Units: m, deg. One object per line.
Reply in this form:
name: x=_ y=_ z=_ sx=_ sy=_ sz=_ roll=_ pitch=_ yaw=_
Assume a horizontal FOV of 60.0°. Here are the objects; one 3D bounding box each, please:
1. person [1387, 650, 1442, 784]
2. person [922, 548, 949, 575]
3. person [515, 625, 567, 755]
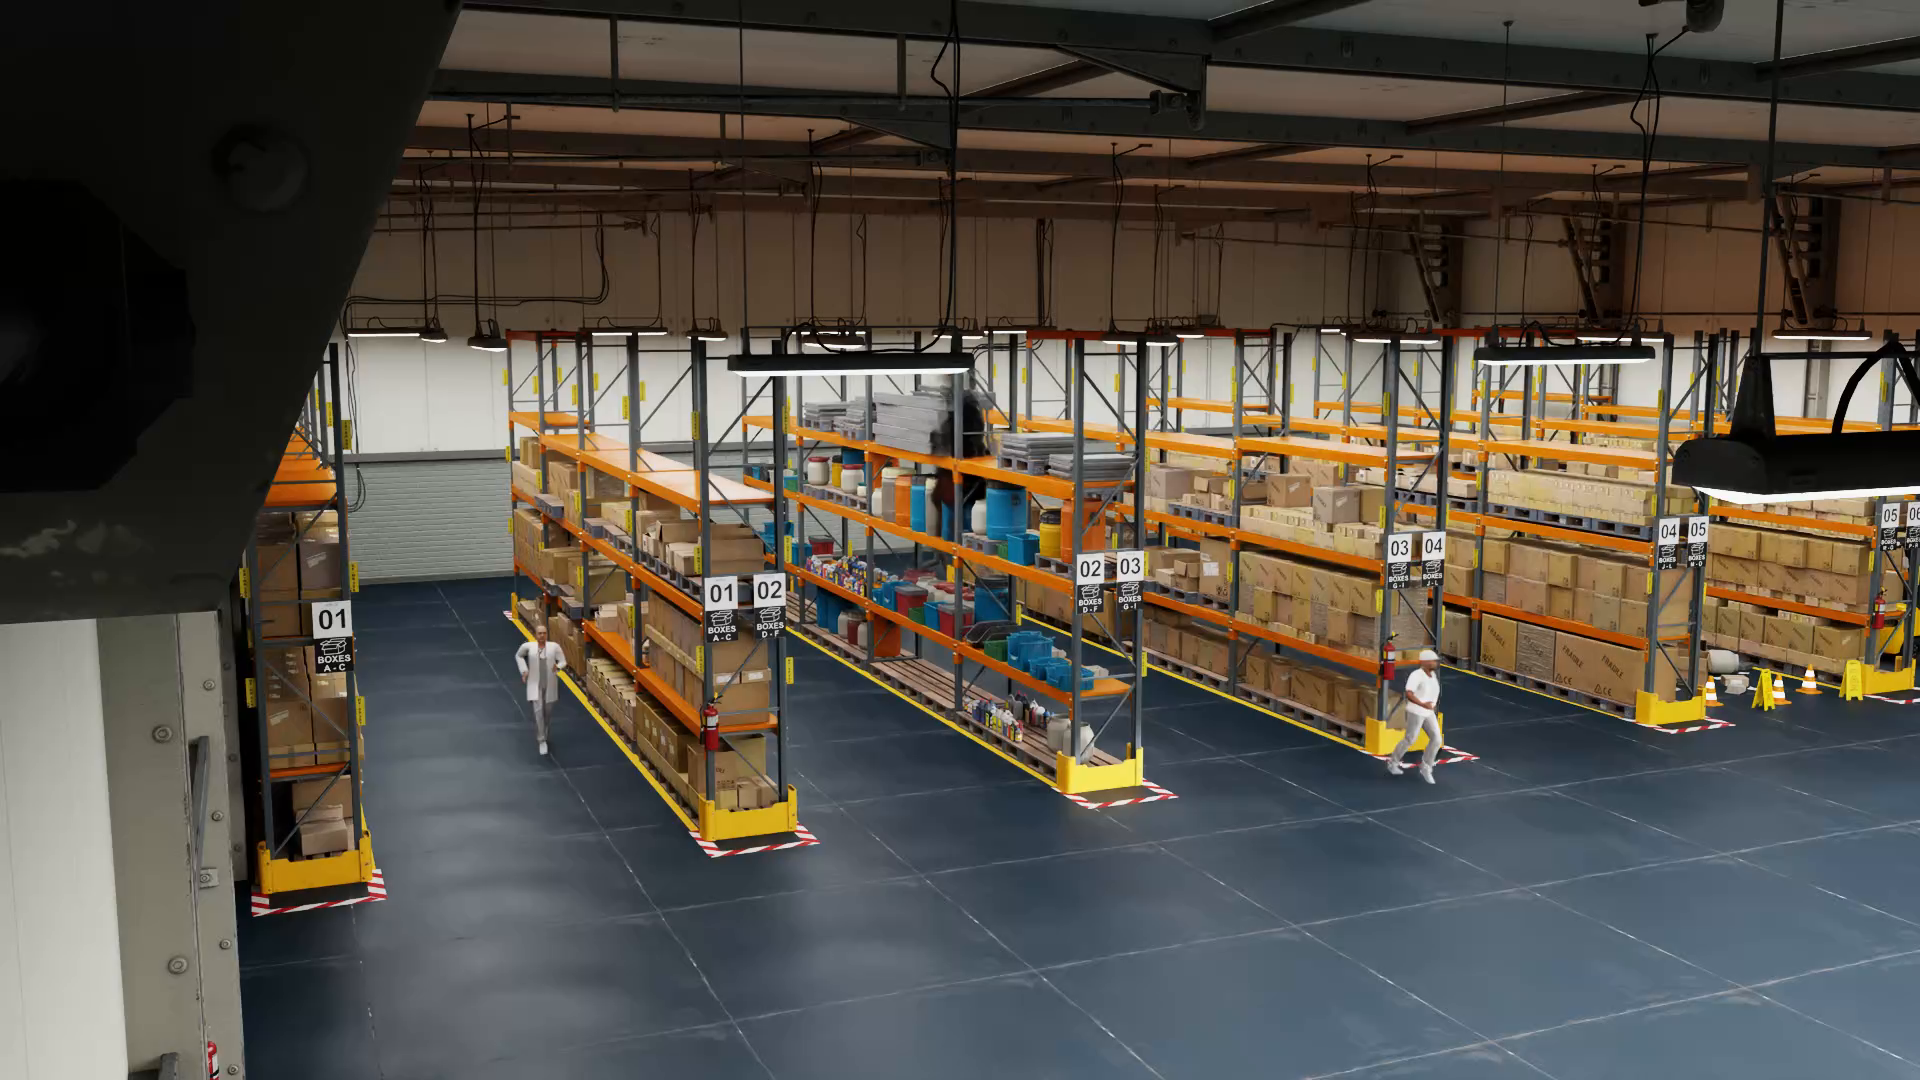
person: x=6.300 y=2.391 z=22.724 sx=0.763 sy=1.806 sz=0.673 roll=-7 pitch=10 yaw=-42
person: x=-0.540 y=0.148 z=39.584 sx=1.011 sy=1.619 sz=0.609 roll=-2 pitch=8 yaw=-17
person: x=-6.106 y=2.137 z=24.324 sx=0.705 sy=1.802 sz=1.046 roll=-3 pitch=8 yaw=-21
